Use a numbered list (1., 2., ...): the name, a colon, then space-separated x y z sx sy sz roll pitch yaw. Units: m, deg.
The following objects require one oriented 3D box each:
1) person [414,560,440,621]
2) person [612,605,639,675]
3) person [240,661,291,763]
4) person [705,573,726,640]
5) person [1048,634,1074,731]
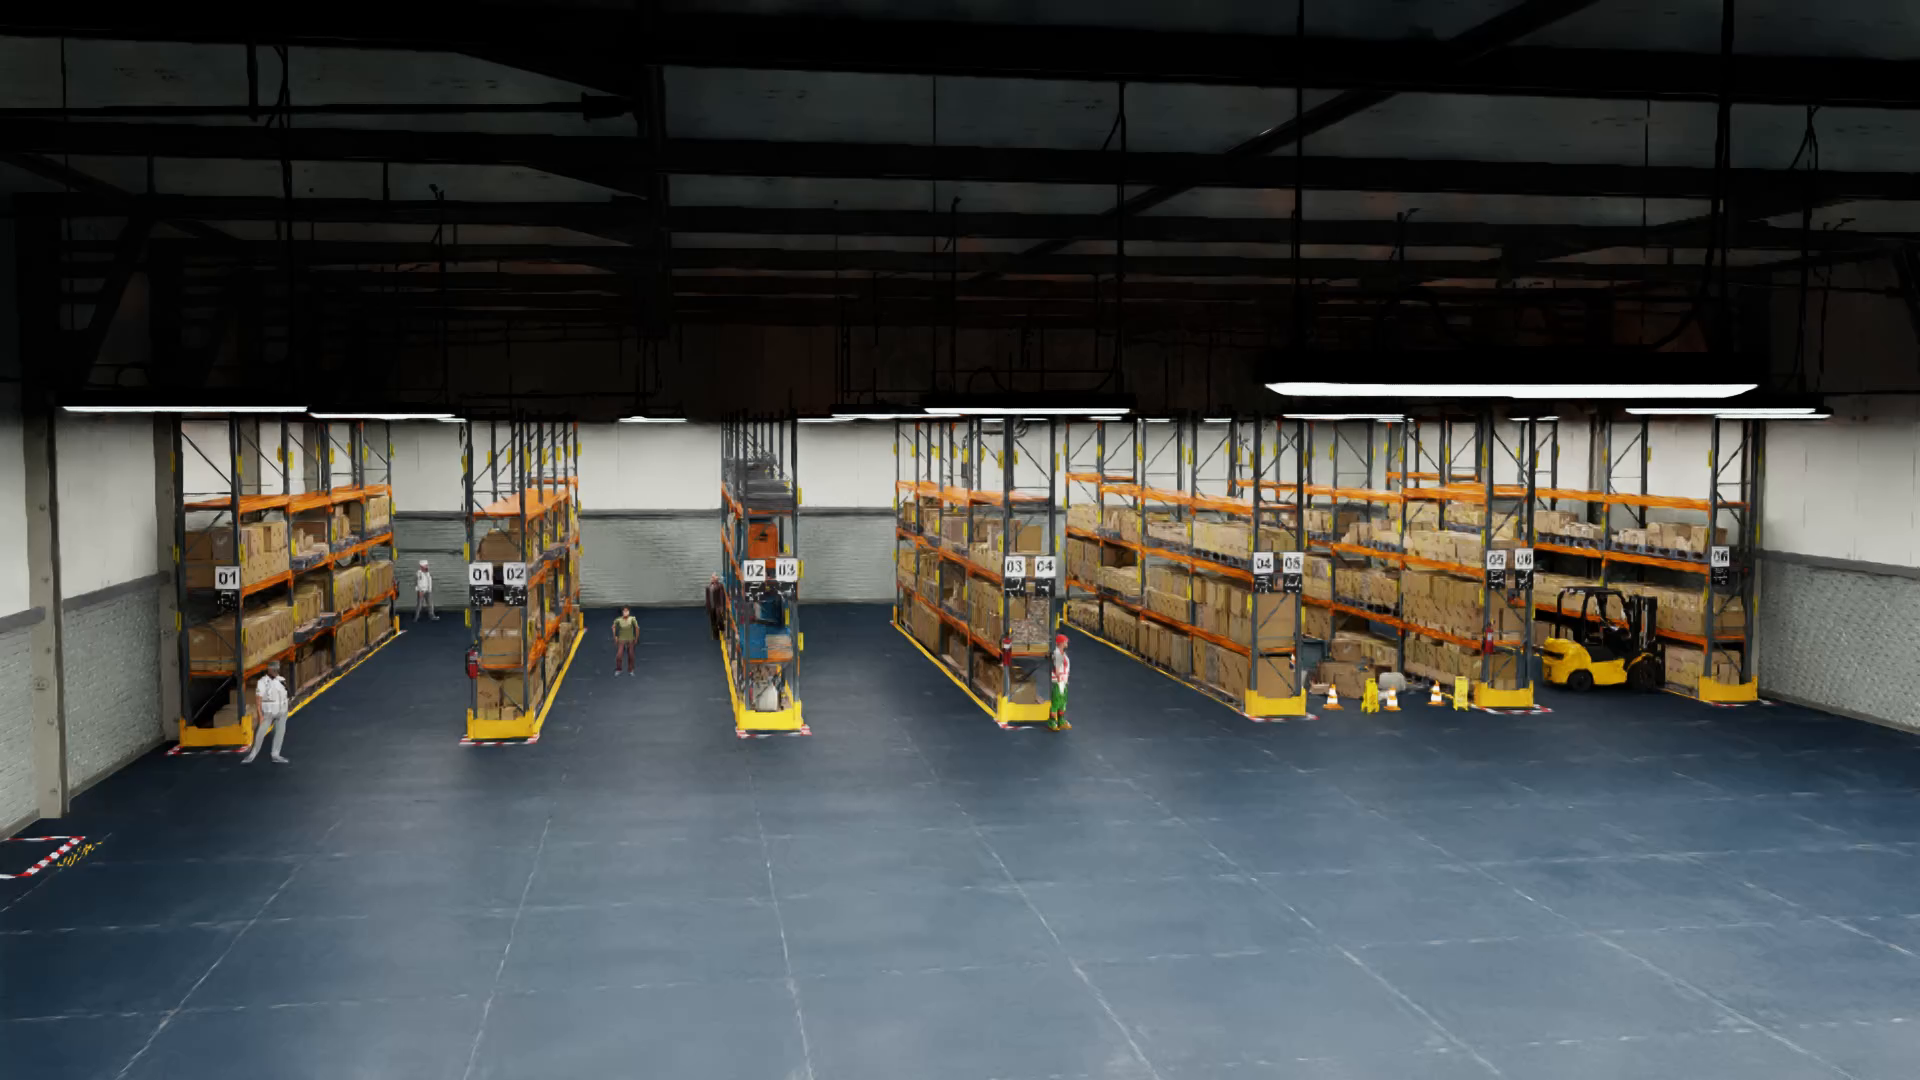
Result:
1. person: -15.547 1.457 48.327 0.529 1.766 0.719 2 4 23
2. person: -7.609 2.280 37.869 0.598 1.619 0.507 -1 4 -11
3. person: -11.702 2.903 27.984 0.548 1.744 0.740 3 5 38
4. person: -6.437 1.759 44.014 0.616 1.771 0.572 2 4 21
5. person: 1.883 2.647 31.058 0.409 1.791 0.627 1 4 14
